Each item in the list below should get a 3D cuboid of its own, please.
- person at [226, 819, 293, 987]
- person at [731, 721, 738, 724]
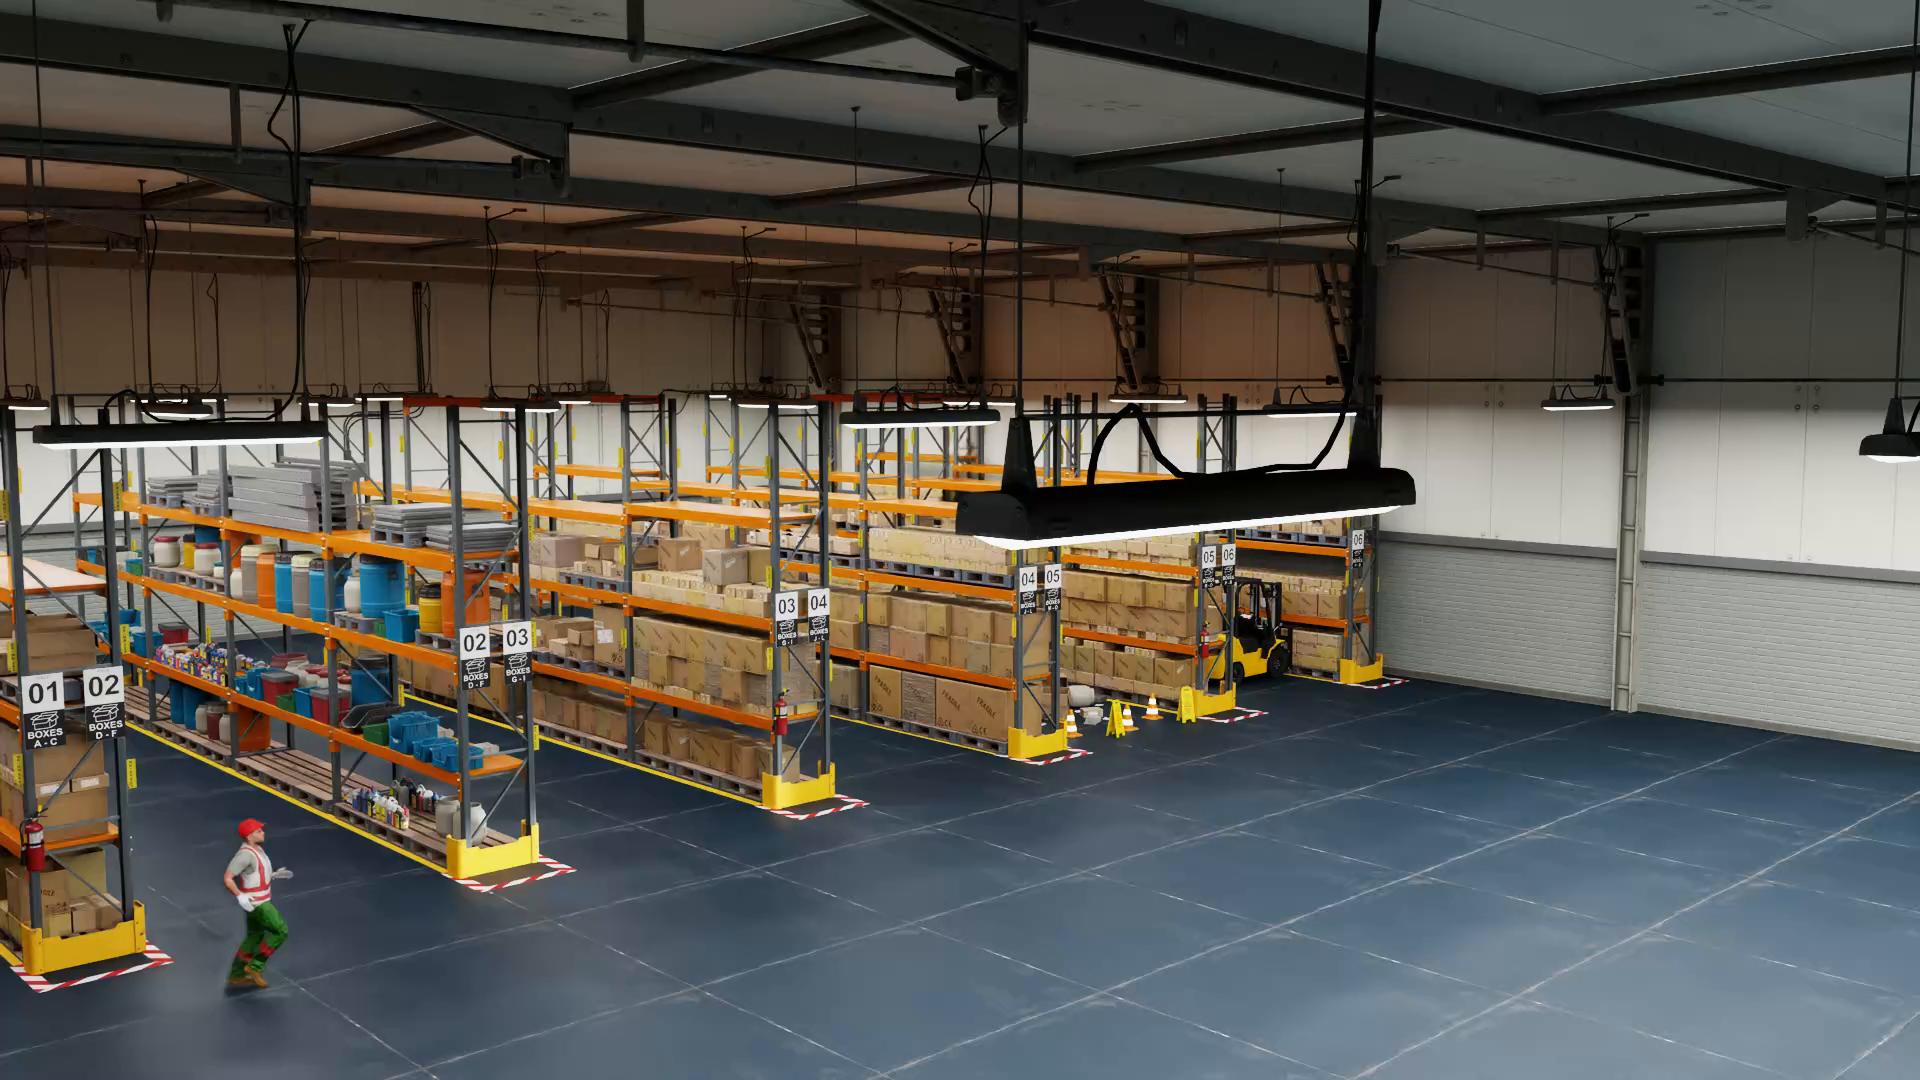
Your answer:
[{"bbox_3d":[-7.289,3.765,17.301,0.670,1.761,0.636,-2,6,-18],"label":"person"},{"bbox_3d":[-3.921,2.522,30.279,0.652,1.810,0.625,4,7,38],"label":"person"}]
